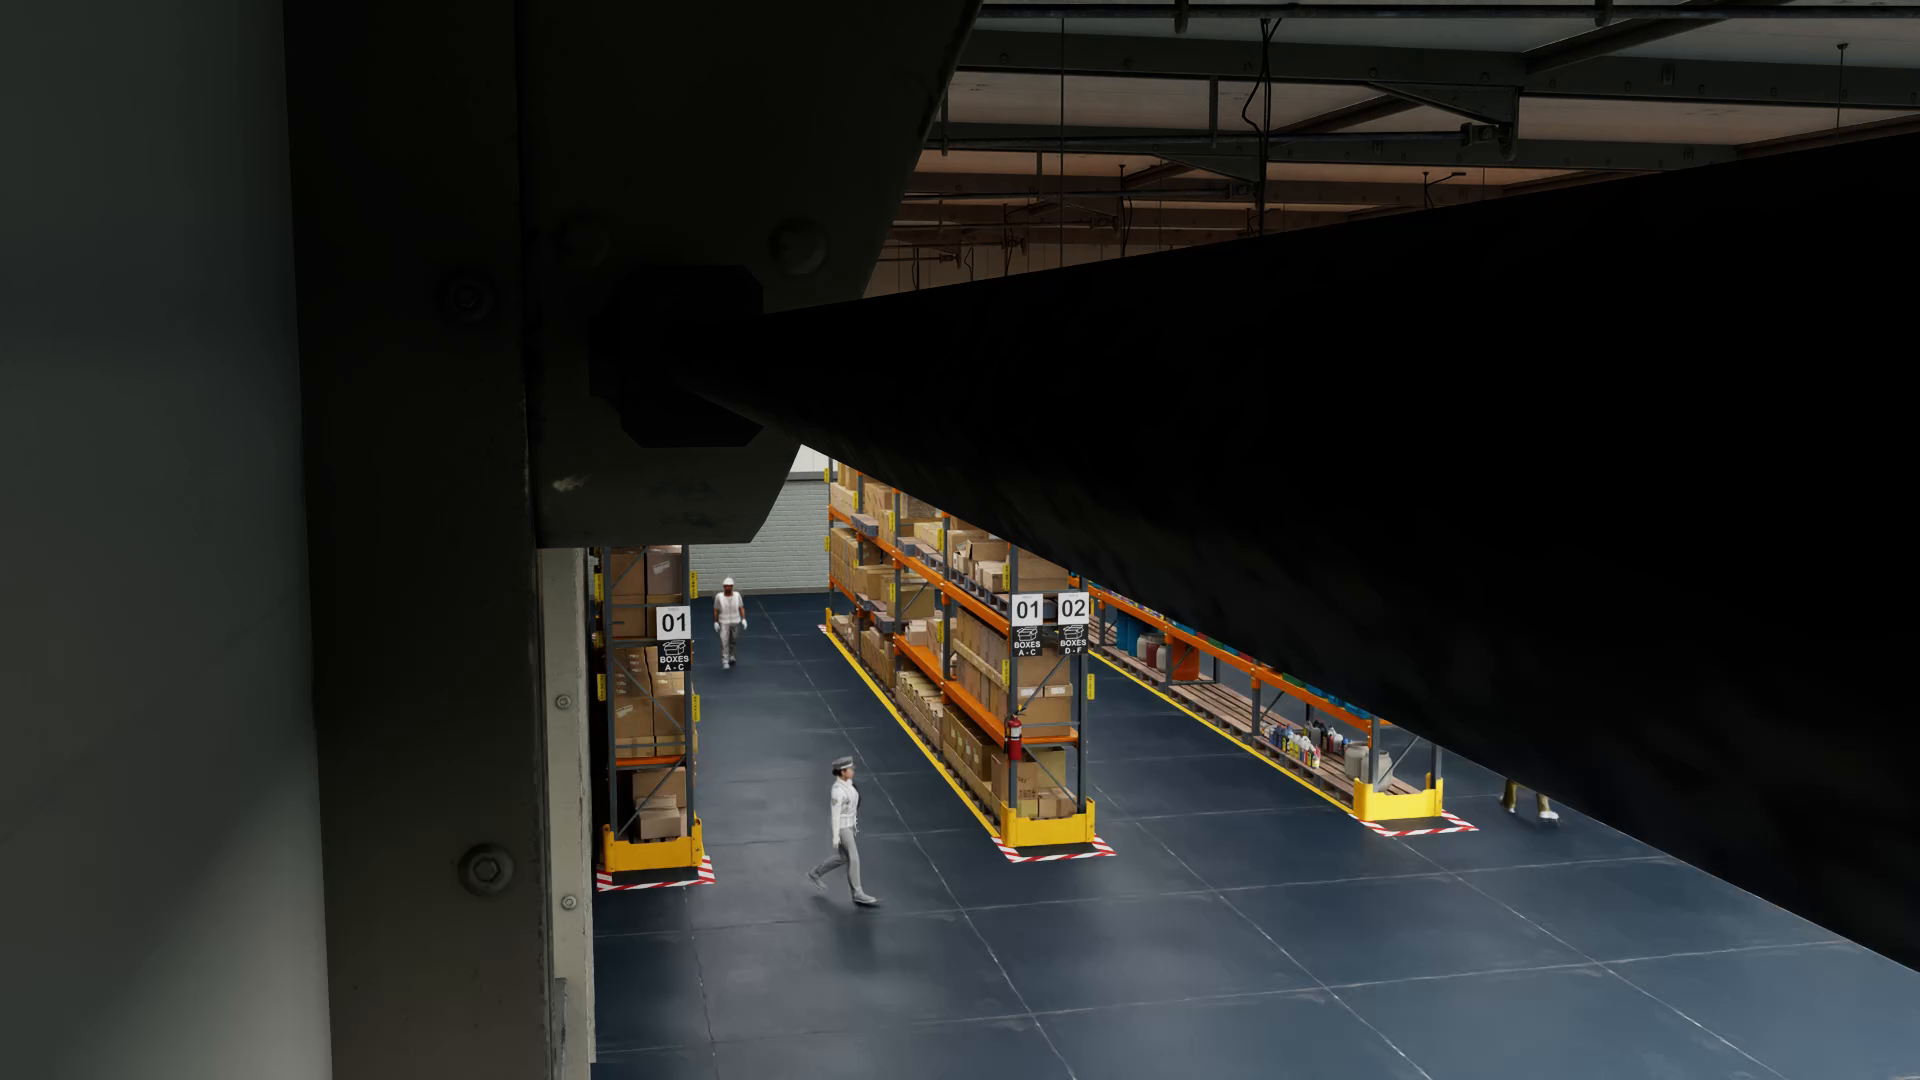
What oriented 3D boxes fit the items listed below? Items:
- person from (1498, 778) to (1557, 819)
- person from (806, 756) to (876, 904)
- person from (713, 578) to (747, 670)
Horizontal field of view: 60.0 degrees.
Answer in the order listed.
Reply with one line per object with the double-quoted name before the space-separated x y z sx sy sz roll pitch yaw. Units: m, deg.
"person" 7.614 2.830 22.188 0.628 1.753 1.024 1 7 6
"person" -1.349 3.261 18.921 0.859 1.644 0.529 1 7 12
"person" -4.476 1.603 32.403 0.605 1.712 1.087 -2 7 -18
